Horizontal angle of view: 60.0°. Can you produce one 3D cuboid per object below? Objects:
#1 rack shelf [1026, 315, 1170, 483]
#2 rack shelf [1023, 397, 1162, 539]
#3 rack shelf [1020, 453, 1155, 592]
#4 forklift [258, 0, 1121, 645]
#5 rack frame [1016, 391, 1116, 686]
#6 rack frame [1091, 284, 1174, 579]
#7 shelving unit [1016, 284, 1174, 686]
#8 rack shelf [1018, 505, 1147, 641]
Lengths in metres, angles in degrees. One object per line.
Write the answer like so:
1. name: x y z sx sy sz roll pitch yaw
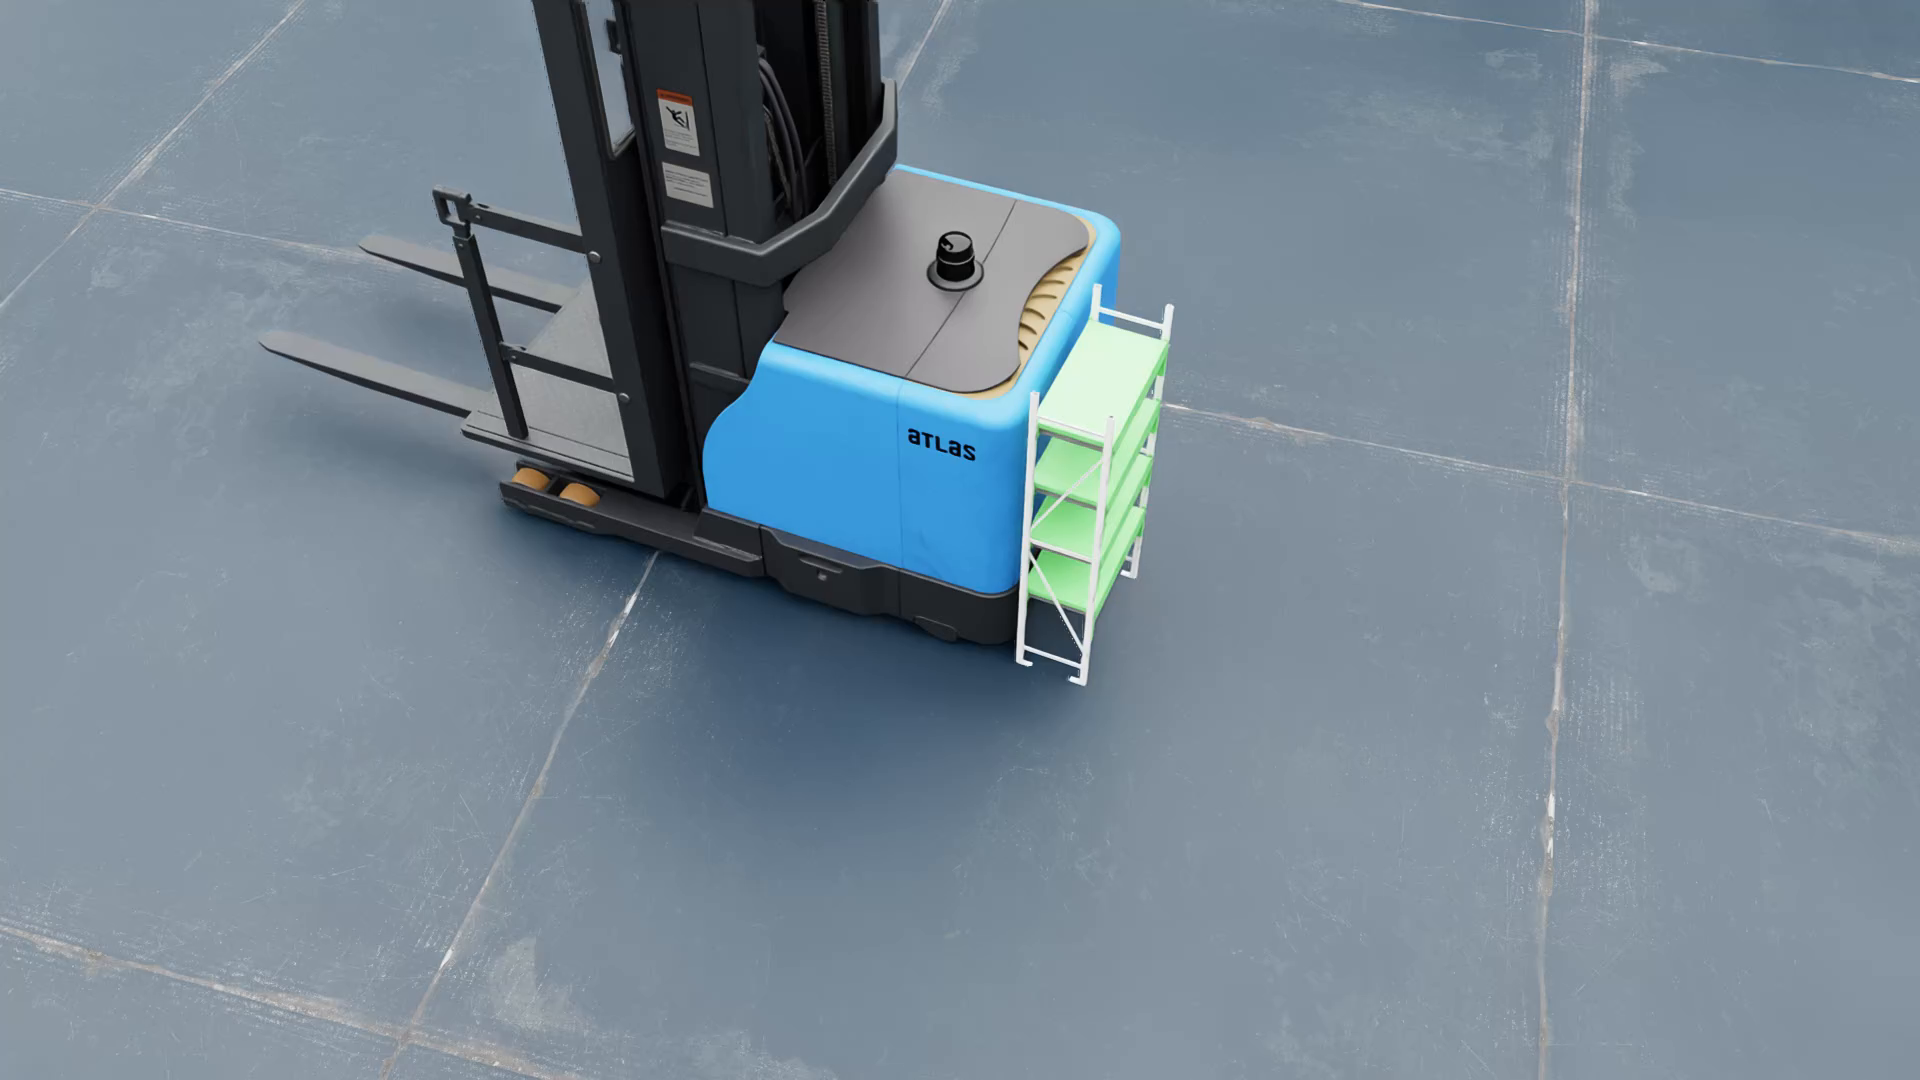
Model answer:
1. rack shelf: 0.399 -0.410 4.755 0.258 0.148 0.480 18 51 15
2. rack shelf: 0.397 -0.252 4.936 0.258 0.148 0.480 18 51 15
3. rack shelf: 0.395 -0.094 5.116 0.258 0.148 0.480 18 51 15
4. forklift: -1.047 -1.353 4.989 3.031 2.935 1.130 17 51 14
5. rack frame: 0.299 0.032 4.920 0.240 1.200 0.015 18 51 15
6. rack frame: 0.492 -0.304 5.216 0.240 1.200 0.015 18 51 15
7. shelving unit: 0.395 -0.136 5.068 0.258 1.200 0.503 18 51 15
8. rack shelf: 0.393 0.064 5.297 0.258 0.148 0.480 18 51 15
